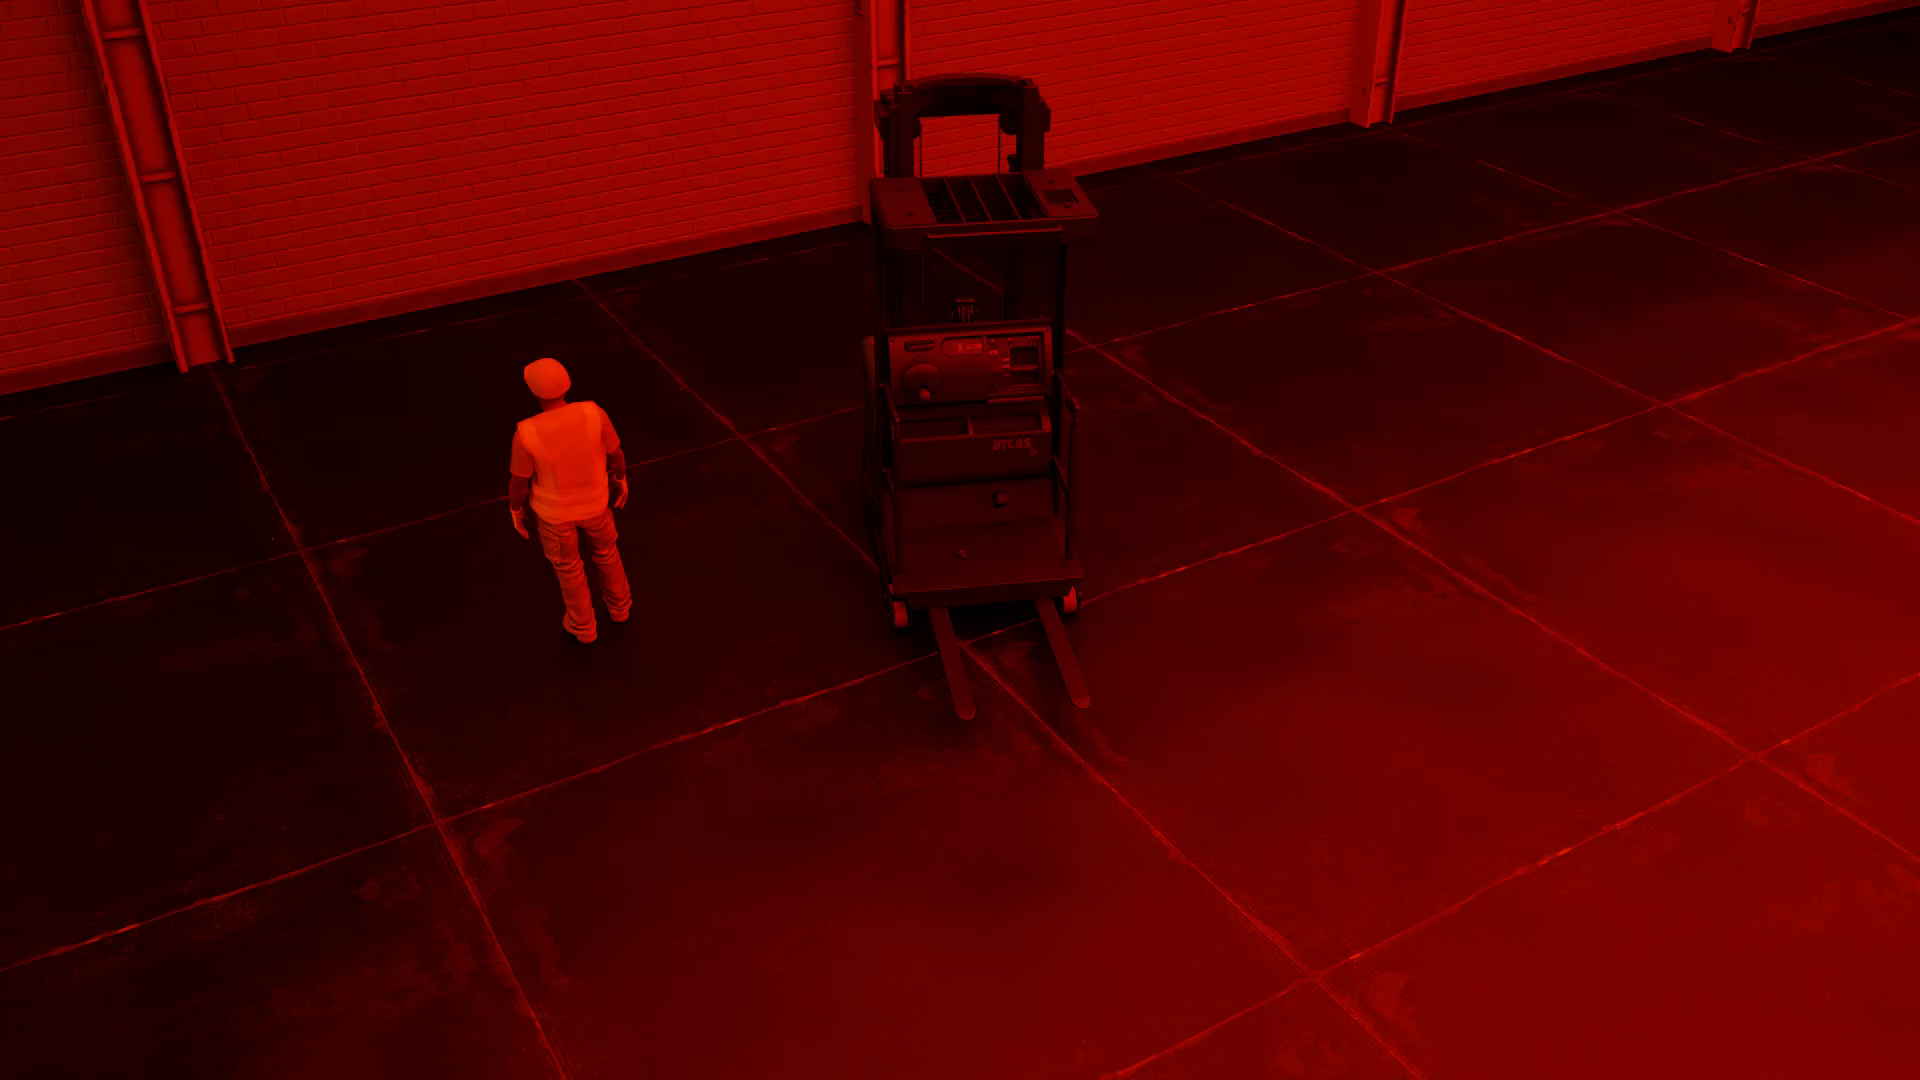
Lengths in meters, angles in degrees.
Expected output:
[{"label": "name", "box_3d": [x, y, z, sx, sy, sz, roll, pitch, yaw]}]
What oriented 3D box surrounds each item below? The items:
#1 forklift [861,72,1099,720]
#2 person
[{"label": "forklift", "box_3d": [0.099, -0.941, 9.218, 1.130, 2.935, 3.031, -5, 31, -8]}, {"label": "person", "box_3d": [-2.159, -0.238, 9.149, 0.656, 1.782, 0.578, -15, 34, -23]}]
